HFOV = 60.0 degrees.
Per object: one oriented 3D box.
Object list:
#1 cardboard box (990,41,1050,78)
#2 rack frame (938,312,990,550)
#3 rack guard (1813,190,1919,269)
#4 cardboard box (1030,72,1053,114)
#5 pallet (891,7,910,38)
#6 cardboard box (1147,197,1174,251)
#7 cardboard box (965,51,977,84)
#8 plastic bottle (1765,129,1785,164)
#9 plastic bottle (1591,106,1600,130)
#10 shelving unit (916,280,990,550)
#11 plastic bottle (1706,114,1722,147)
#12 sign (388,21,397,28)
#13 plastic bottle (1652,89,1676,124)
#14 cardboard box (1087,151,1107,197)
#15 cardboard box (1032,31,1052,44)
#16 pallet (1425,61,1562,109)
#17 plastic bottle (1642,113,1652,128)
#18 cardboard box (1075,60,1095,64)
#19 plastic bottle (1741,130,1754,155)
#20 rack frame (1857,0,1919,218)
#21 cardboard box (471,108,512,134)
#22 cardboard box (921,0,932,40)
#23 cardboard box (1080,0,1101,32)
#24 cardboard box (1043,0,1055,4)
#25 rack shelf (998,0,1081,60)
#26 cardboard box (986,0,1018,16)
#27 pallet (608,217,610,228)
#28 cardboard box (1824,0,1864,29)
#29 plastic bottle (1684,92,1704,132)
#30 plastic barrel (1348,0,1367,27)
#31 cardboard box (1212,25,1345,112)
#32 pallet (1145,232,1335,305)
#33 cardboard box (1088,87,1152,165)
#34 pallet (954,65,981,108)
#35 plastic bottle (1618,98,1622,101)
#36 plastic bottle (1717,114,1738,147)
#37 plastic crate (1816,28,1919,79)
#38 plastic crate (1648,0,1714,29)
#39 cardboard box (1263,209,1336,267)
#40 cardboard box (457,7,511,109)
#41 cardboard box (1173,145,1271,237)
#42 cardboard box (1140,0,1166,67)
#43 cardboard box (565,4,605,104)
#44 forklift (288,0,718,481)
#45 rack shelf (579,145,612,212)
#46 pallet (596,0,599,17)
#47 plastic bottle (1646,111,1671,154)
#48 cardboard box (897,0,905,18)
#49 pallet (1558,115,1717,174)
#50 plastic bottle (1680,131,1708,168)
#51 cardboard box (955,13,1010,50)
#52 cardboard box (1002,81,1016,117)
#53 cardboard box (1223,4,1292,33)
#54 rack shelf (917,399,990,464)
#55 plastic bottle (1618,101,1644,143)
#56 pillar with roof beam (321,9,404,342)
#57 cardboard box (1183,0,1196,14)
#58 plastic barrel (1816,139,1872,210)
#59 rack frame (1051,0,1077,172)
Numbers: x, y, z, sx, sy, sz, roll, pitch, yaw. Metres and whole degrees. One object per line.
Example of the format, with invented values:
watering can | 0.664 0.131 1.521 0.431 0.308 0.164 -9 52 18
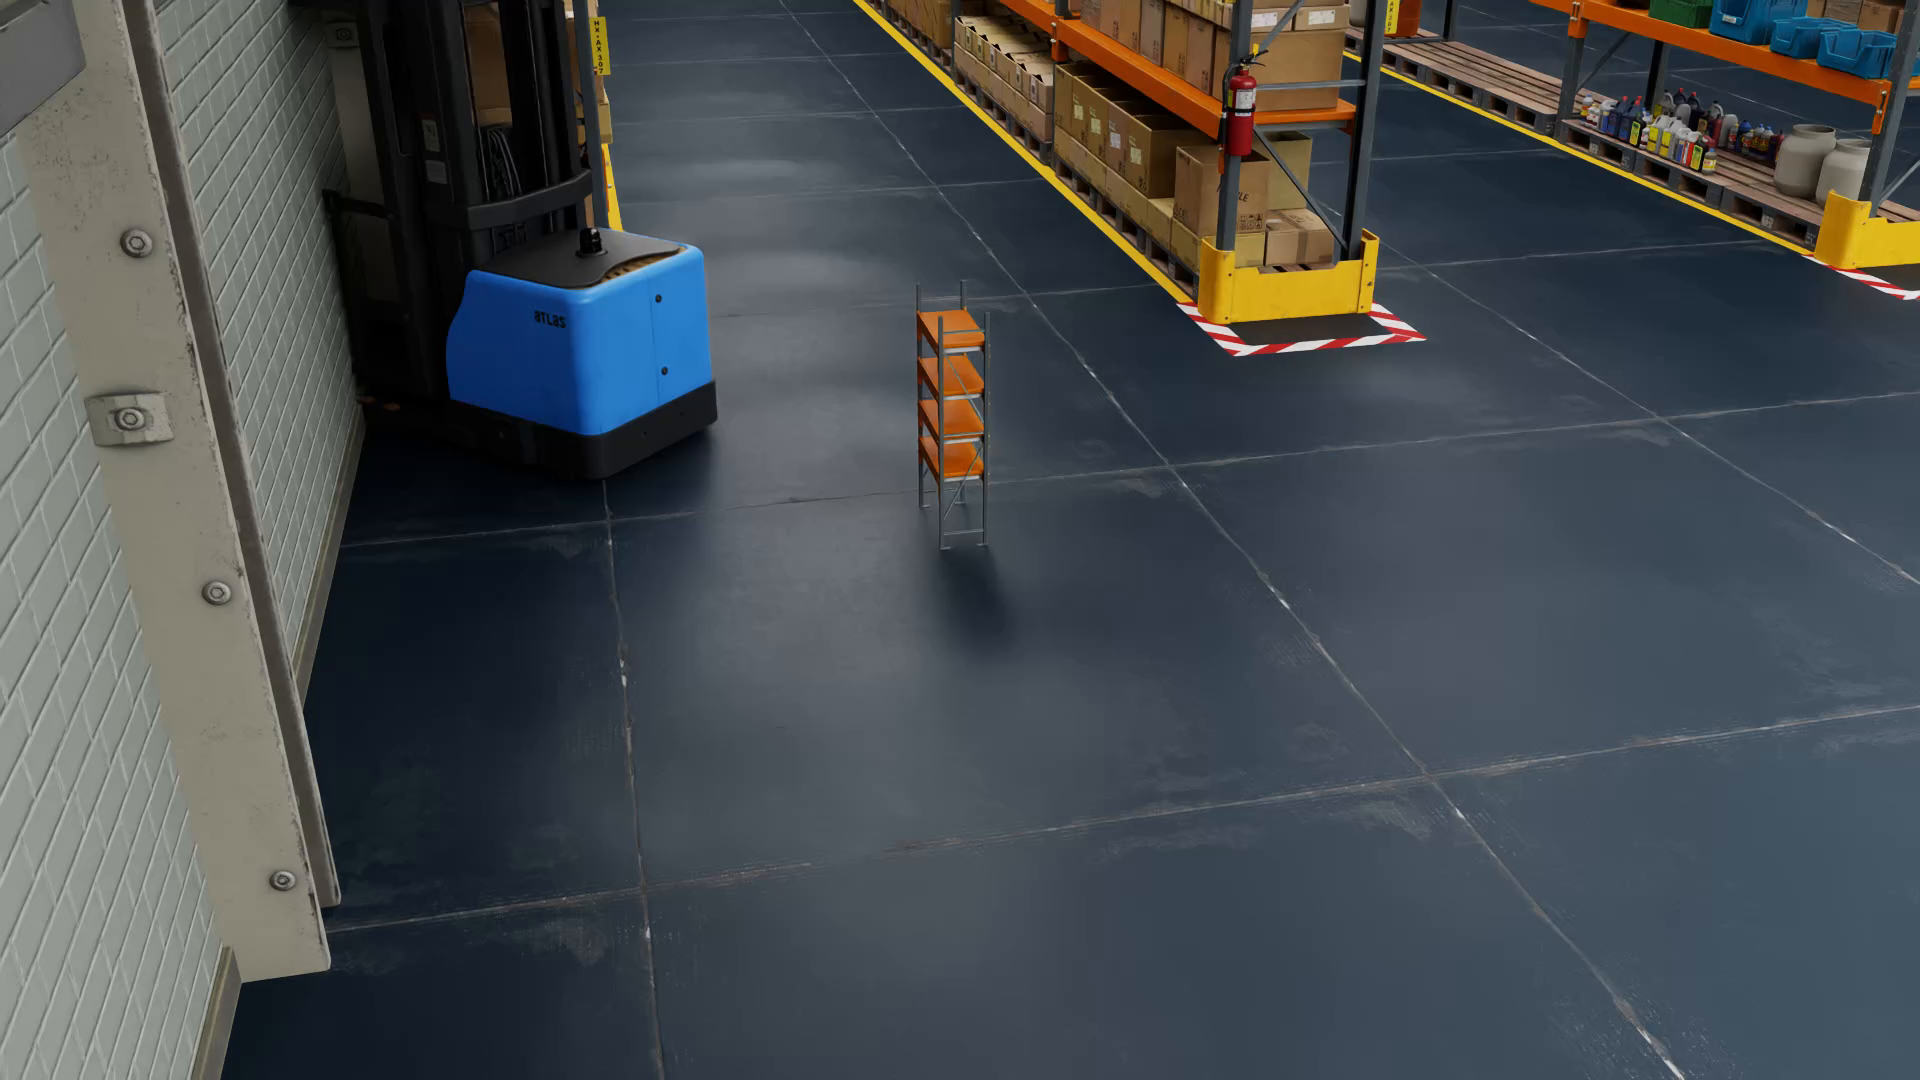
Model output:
cardboard box | 0.594 -4.703 16.201 0.500 0.311 0.500 -6 27 -12
rack frame | 0.018 -0.501 7.911 0.240 1.200 0.015 -6 27 -12
rack guard | 6.973 -2.334 12.319 1.175 0.500 0.348 -6 27 -12
cardboard box | 0.937 -4.035 14.878 0.500 0.311 0.500 -6 27 -12
pallet | -0.275 -6.589 21.071 1.003 0.211 1.213 -6 27 -12
cardboard box | 1.676 -2.303 12.070 0.500 0.250 0.500 -6 27 -12
cardboard box | 0.353 -4.911 17.237 0.500 0.250 0.500 -7 28 -13
plastic bottle | 6.898 -3.334 14.052 0.061 0.283 0.133 -5 27 -11
plastic bottle | 5.825 -3.850 15.167 0.097 0.201 0.097 0 27 0
shelving unit | -0.037 -0.608 8.124 0.258 1.200 0.503 -6 27 -12
plastic bottle | 6.606 -3.598 14.577 0.061 0.283 0.133 -6 27 -12
sign | -3.161 -3.025 9.279 0.100 0.325 0.005 -6 27 -12
plastic bottle | 6.420 -3.923 15.144 0.144 0.351 0.185 -6 27 -12
cardboard box | 1.332 -2.961 13.373 0.500 0.250 0.500 -6 27 -12
cardboard box | 0.999 -4.988 16.766 0.500 0.311 0.500 -6 27 -12
pallet | 5.642 -4.810 17.545 1.003 0.211 1.213 -6 27 -12
plastic bottle | 6.025 -3.615 14.623 0.097 0.271 0.097 0 27 0
cardboard box | 1.350 -4.313 15.429 0.500 0.311 0.500 -6 27 -12
plastic bottle | 6.809 -3.434 14.341 0.097 0.201 0.097 0 27 0
rack frame | 7.036 -3.421 11.699 1.000 3.000 0.127 -6 27 -12
cardboard box | -2.910 -2.542 10.102 0.500 0.250 0.500 -6 27 -11
cardboard box | -0.149 -6.126 19.344 0.500 0.500 0.500 -7 28 -13
cardboard box | 1.414 -4.526 13.777 0.700 0.500 0.500 -7 28 -13
cardboard box | 0.931 -4.983 14.943 0.396 0.266 0.258 -7 28 -13
rack shelf | 0.857 -5.232 16.086 1.077 0.370 4.000 -6 27 -12
cardboard box | 0.582 -5.741 18.581 0.500 0.500 0.500 -5 27 -9
pallet | -3.053 -2.098 12.173 1.003 0.211 1.213 -6 27 -12
cardboard box | 10.367 -5.982 19.059 0.700 0.500 0.500 -8 28 -16
plastic bottle | 6.604 -3.853 15.006 0.144 0.351 0.185 -7 28 -14
plastic barrel | 4.892 -6.462 20.018 0.421 0.512 0.421 0 27 0
cardboard box | 2.117 -3.170 11.091 0.700 0.500 0.500 -6 27 -12
pallet | 1.996 -2.006 11.990 1.003 0.211 1.213 -6 27 -12
cardboard box | 1.333 -3.296 13.204 0.500 0.500 0.500 -6 27 -12
pallet | 0.554 -4.821 17.568 1.003 0.211 1.213 -6 27 -12
plastic bottle | 5.983 -3.848 15.072 0.061 0.283 0.133 -6 27 -12
plastic bottle | 6.710 -3.606 14.600 0.152 0.276 0.135 -5 27 -11
plastic crate | 6.632 -3.544 12.107 0.499 0.251 0.616 -6 27 -12
plastic crate | 6.166 -4.458 13.988 0.450 0.188 0.662 -6 27 -12
cardboard box | 2.305 -2.138 11.742 0.500 0.250 0.500 -6 27 -12
cardboard box | -2.929 -2.877 9.933 0.500 0.500 0.500 -6 27 -12
cardboard box | 1.799 -2.420 11.468 0.500 0.500 0.500 -6 27 -12
cardboard box | 1.765 -3.850 12.437 0.700 0.500 0.500 -5 27 -10
cardboard box | -2.431 -2.932 10.042 0.500 0.500 0.500 -6 27 -12
forklift | -2.902 -2.104 9.166 3.031 2.935 1.130 15 31 28
rack shelf | -3.067 -2.972 11.607 1.077 0.370 4.000 -6 27 -12
pallet | -3.548 -4.436 13.922 1.003 0.211 1.213 -6 27 -12
plastic bottle | 6.051 -3.525 14.356 0.144 0.351 0.185 -6 27 -12
cardboard box | -0.492 -6.798 20.675 0.500 0.500 0.500 -6 27 -11
pallet | 6.246 -3.633 15.214 1.003 0.211 1.213 -6 27 -12
plastic bottle | 6.165 -3.277 13.947 0.152 0.276 0.135 -6 27 -11
cardboard box | 0.238 -5.382 17.547 0.500 0.311 0.500 -5 27 -10
cardboard box | 0.704 -4.235 15.897 0.500 0.250 0.500 -5 27 -10
cardboard box | 1.938 -3.402 10.831 0.380 0.149 0.250 -6 27 -12
rack shelf | -0.037 -0.548 8.154 0.258 0.148 0.480 -6 27 -12
plastic bottle | 5.955 -3.711 14.726 0.144 0.351 0.185 -7 28 -14
pillar with roof beam | 0.578 -5.750 9.655 9.100 9.000 0.400 -6 27 -12
cardboard box | 1.765 -3.740 11.500 0.380 0.149 0.250 -6 27 -11
plastic barrel | 6.813 -2.779 12.722 0.421 0.512 0.421 0 27 0
rack frame | 1.308 -4.676 14.184 1.000 3.000 0.127 -6 27 -12
